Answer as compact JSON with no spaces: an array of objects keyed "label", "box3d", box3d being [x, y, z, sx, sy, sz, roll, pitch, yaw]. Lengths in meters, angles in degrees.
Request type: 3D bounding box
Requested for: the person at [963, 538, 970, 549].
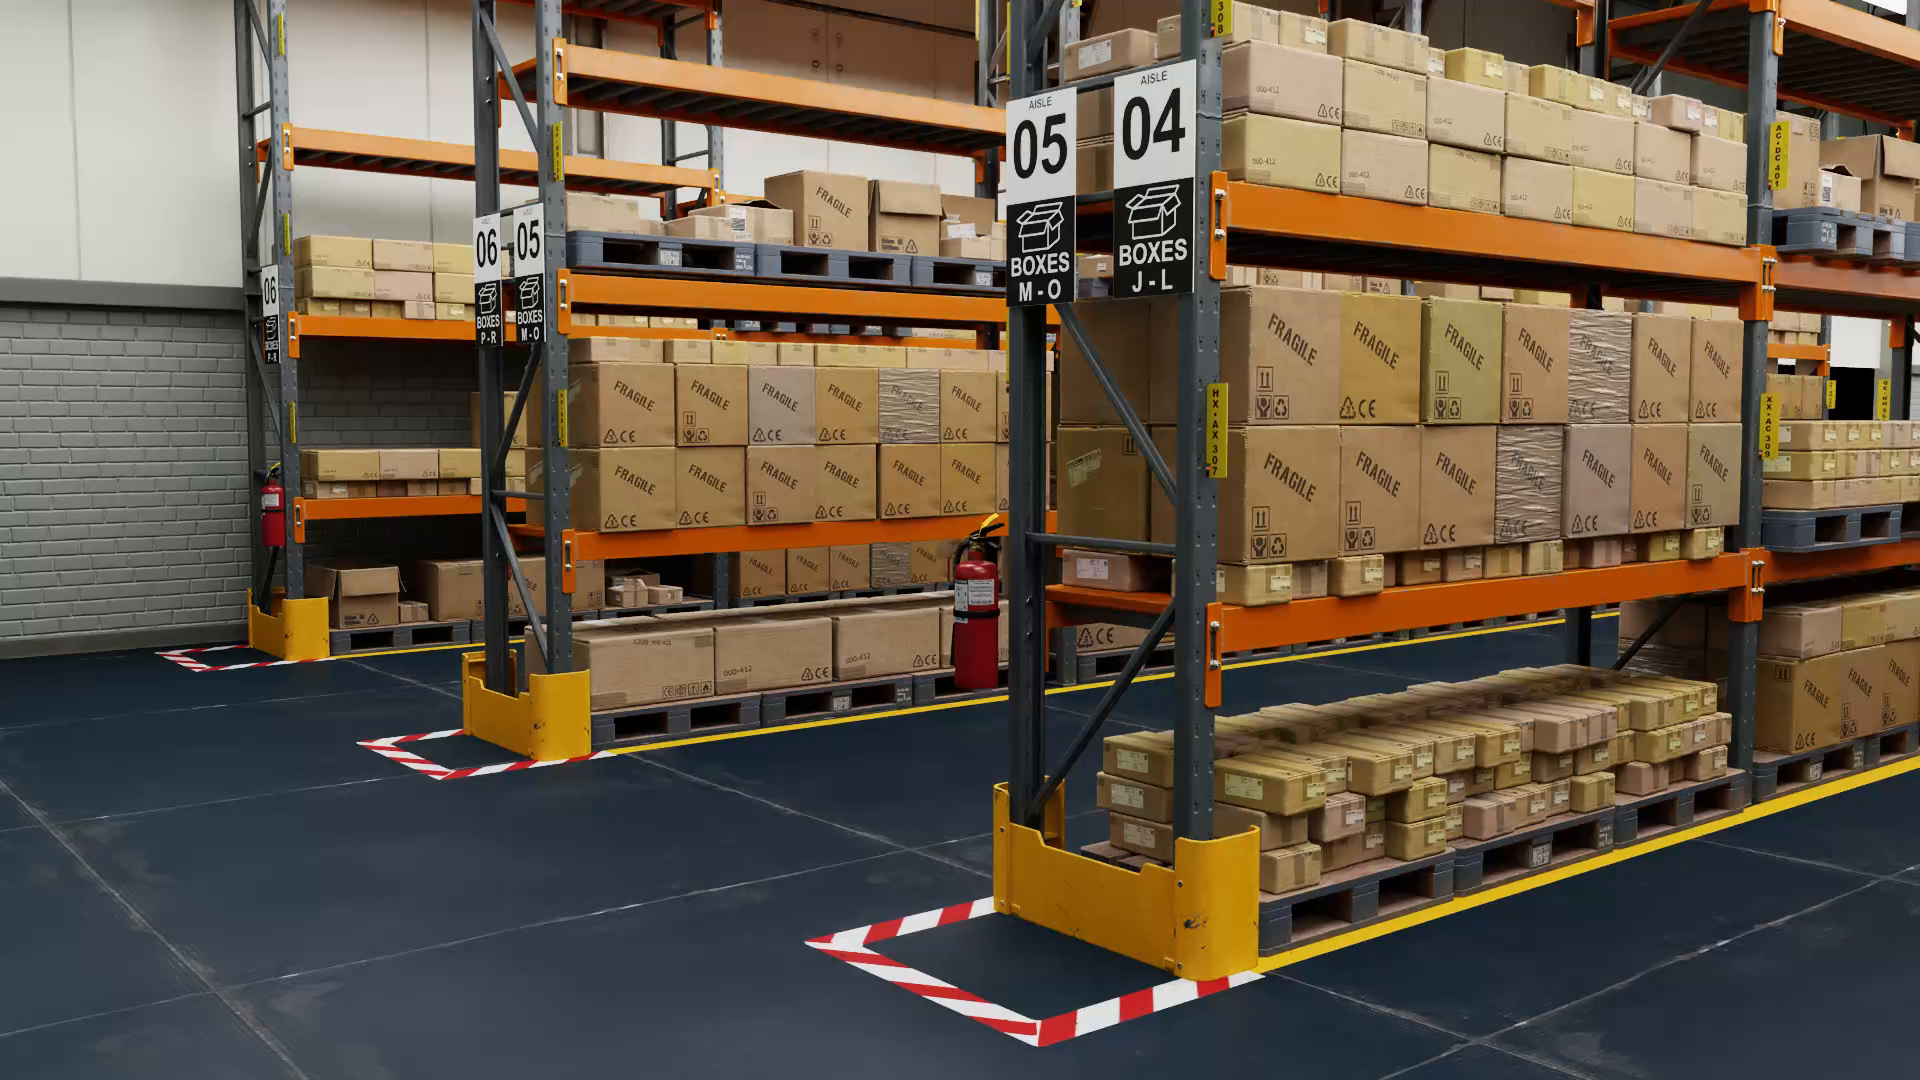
[{"label":"person","box3d":[0.183,-0.054,16.093,0.382,1.644,0.632,-1,4,-9]}]
